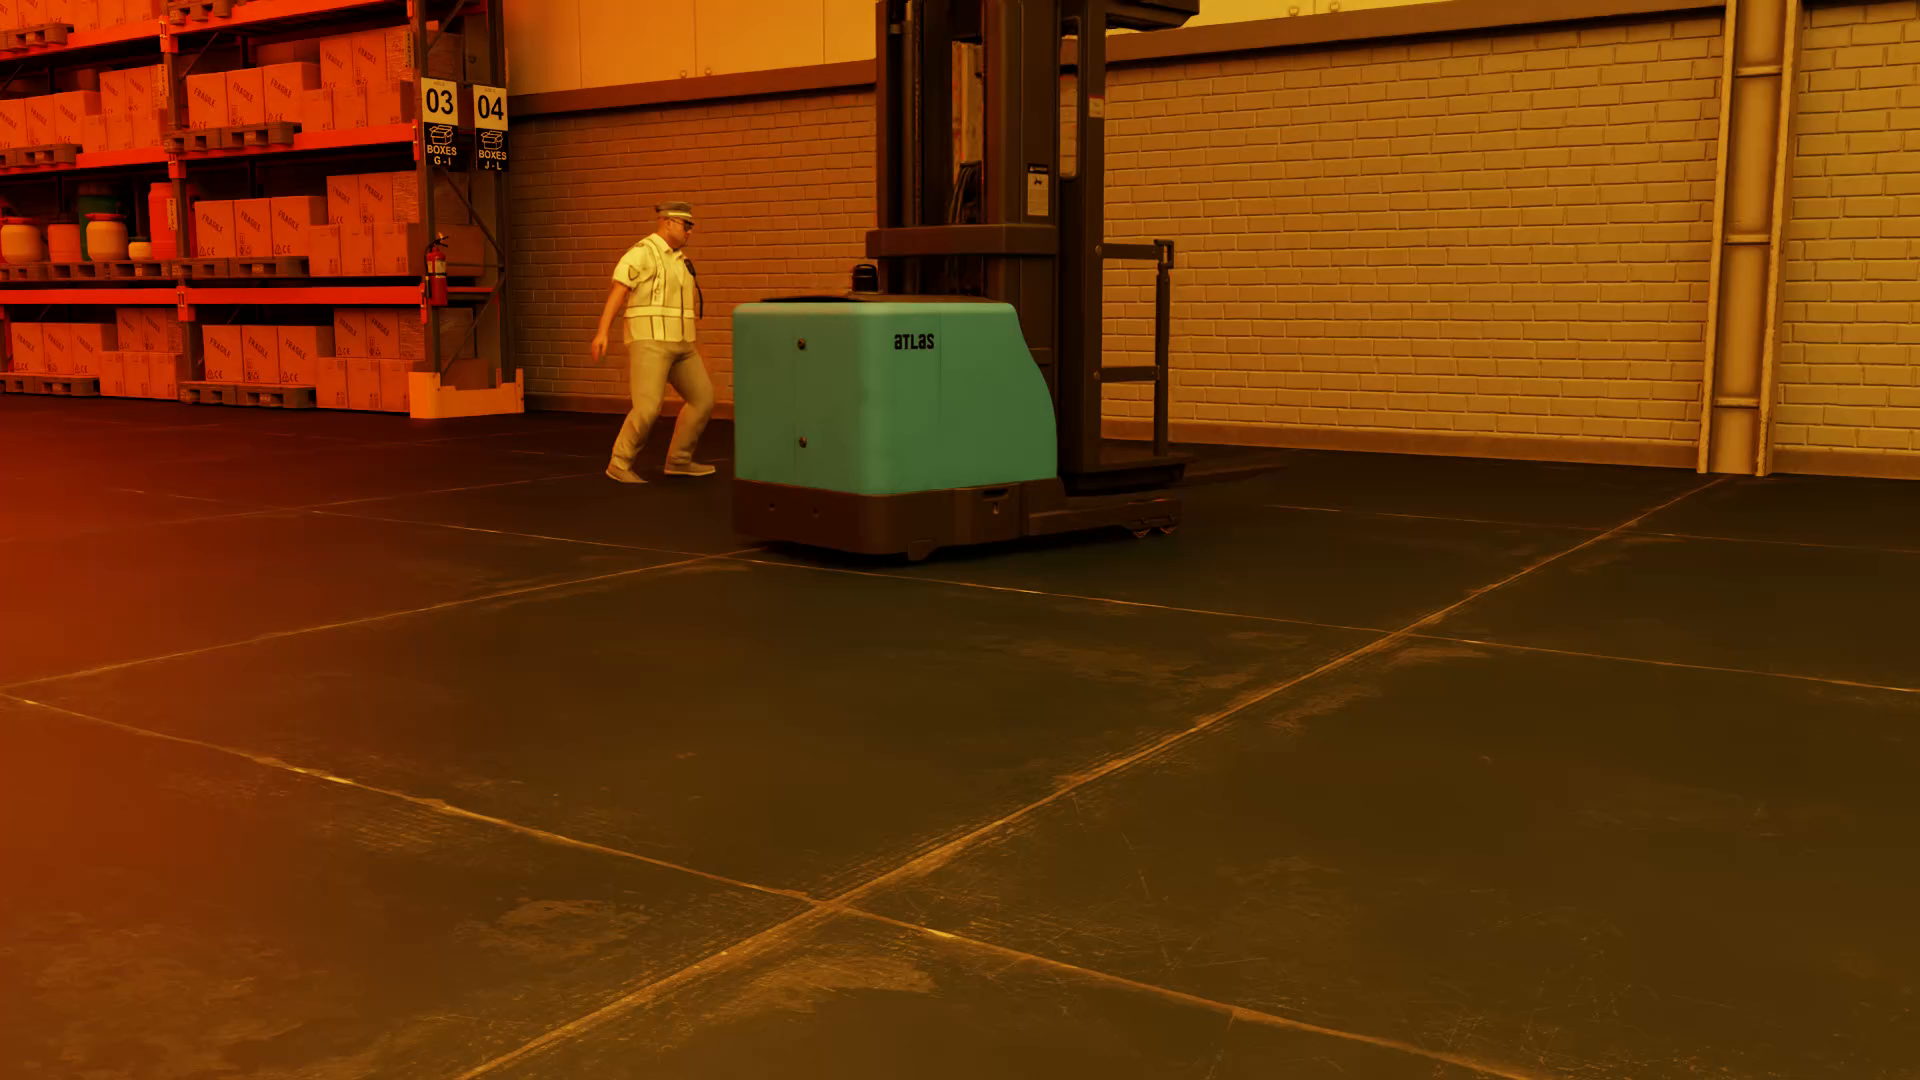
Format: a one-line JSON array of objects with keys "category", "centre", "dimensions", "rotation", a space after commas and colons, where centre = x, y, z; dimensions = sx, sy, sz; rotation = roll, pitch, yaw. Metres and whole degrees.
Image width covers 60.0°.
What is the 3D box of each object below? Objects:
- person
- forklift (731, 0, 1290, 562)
[{"category": "person", "centre": [-1.868, -1.174, 10.097], "dimensions": [0.498, 1.735, 0.898], "rotation": [5, 10, 33]}, {"category": "forklift", "centre": [0.410, -1.513, 7.833], "dimensions": [3.031, 2.935, 1.130], "rotation": [-7, 11, -42]}]
